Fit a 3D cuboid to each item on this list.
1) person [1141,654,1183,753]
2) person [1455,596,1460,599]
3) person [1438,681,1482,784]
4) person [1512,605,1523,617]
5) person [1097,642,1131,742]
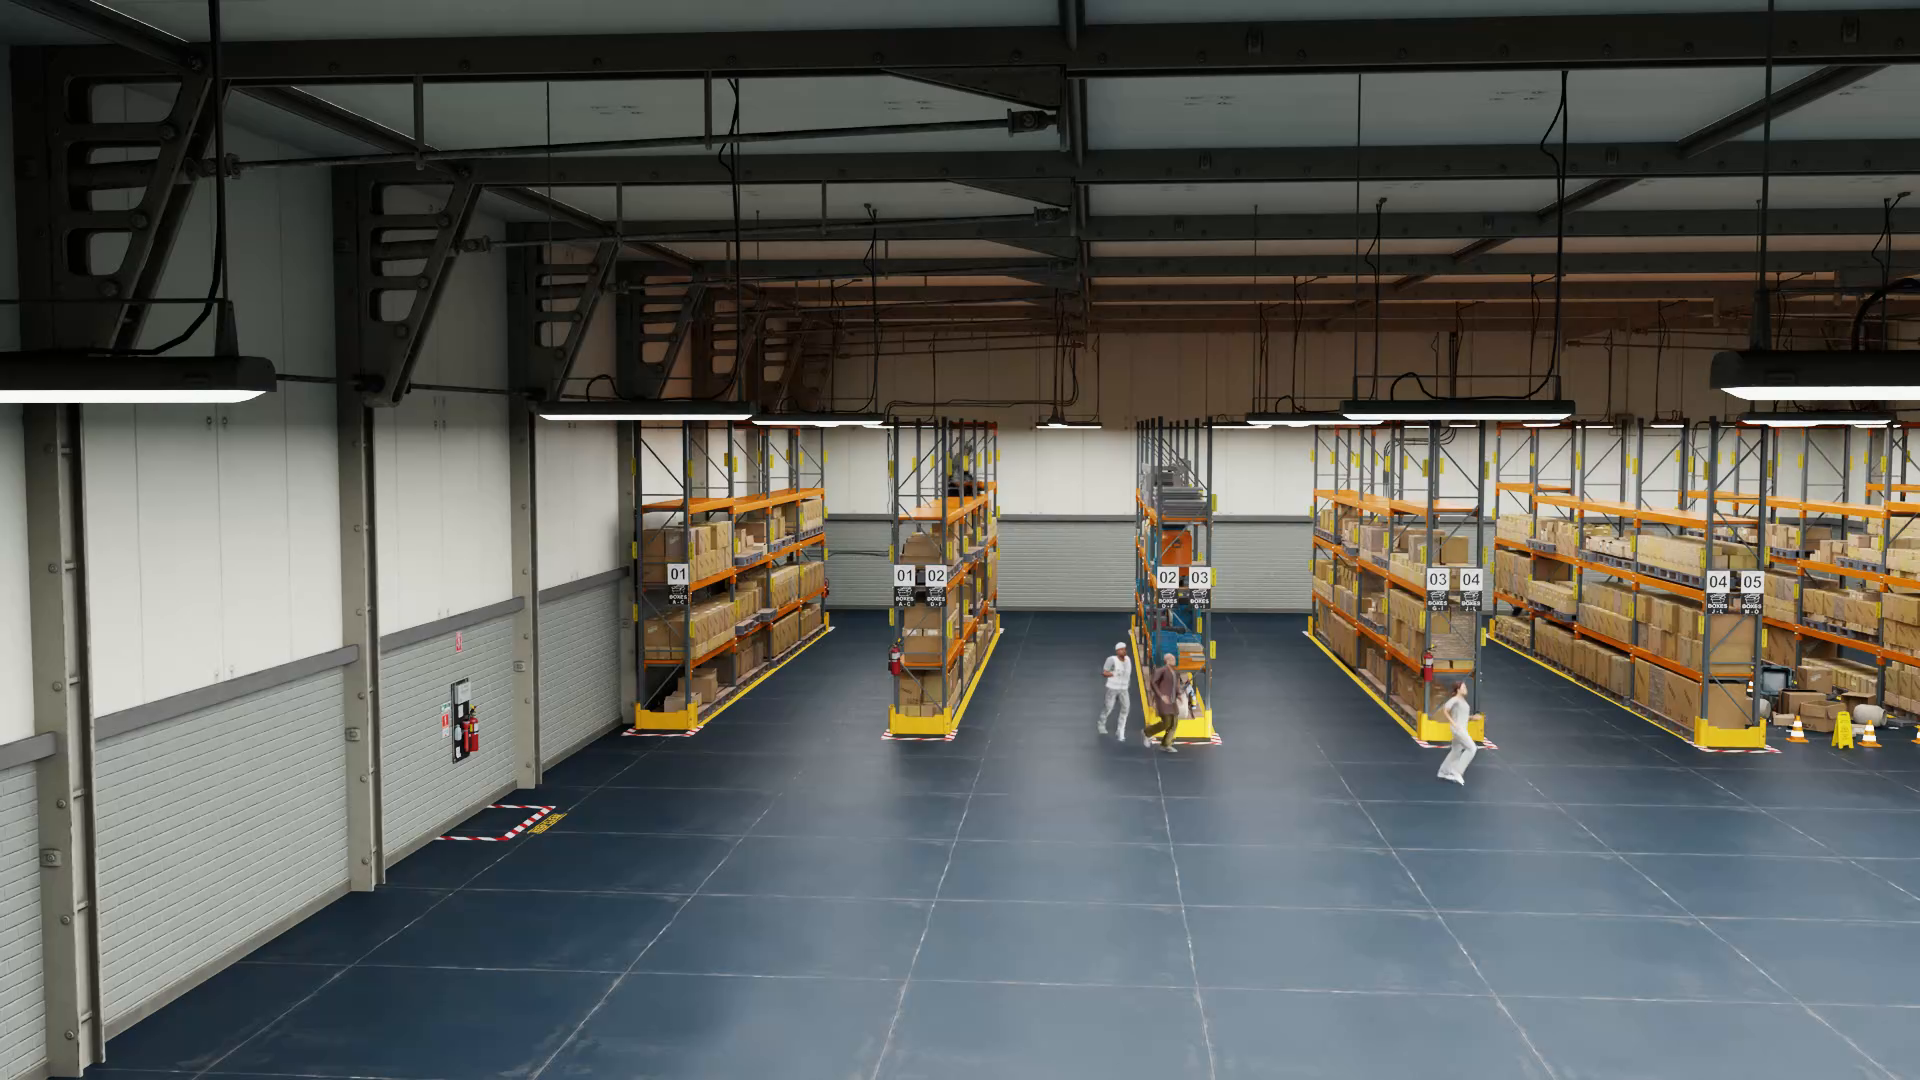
[{"bbox_3d":[3.727,2.935,29.900,0.660,1.676,0.772,3,5,37],"label":"person"},{"bbox_3d":[13.316,1.959,43.770,0.670,1.781,0.998,0,4,5],"label":"person"},{"bbox_3d":[8.140,3.124,27.082,0.687,1.673,0.539,2,4,27],"label":"person"},{"bbox_3d":[15.997,1.870,47.480,0.596,1.548,0.541,-3,5,-38],"label":"person"},{"bbox_3d":[2.934,2.815,31.005,0.678,1.842,0.768,-2,4,-24],"label":"person"}]
